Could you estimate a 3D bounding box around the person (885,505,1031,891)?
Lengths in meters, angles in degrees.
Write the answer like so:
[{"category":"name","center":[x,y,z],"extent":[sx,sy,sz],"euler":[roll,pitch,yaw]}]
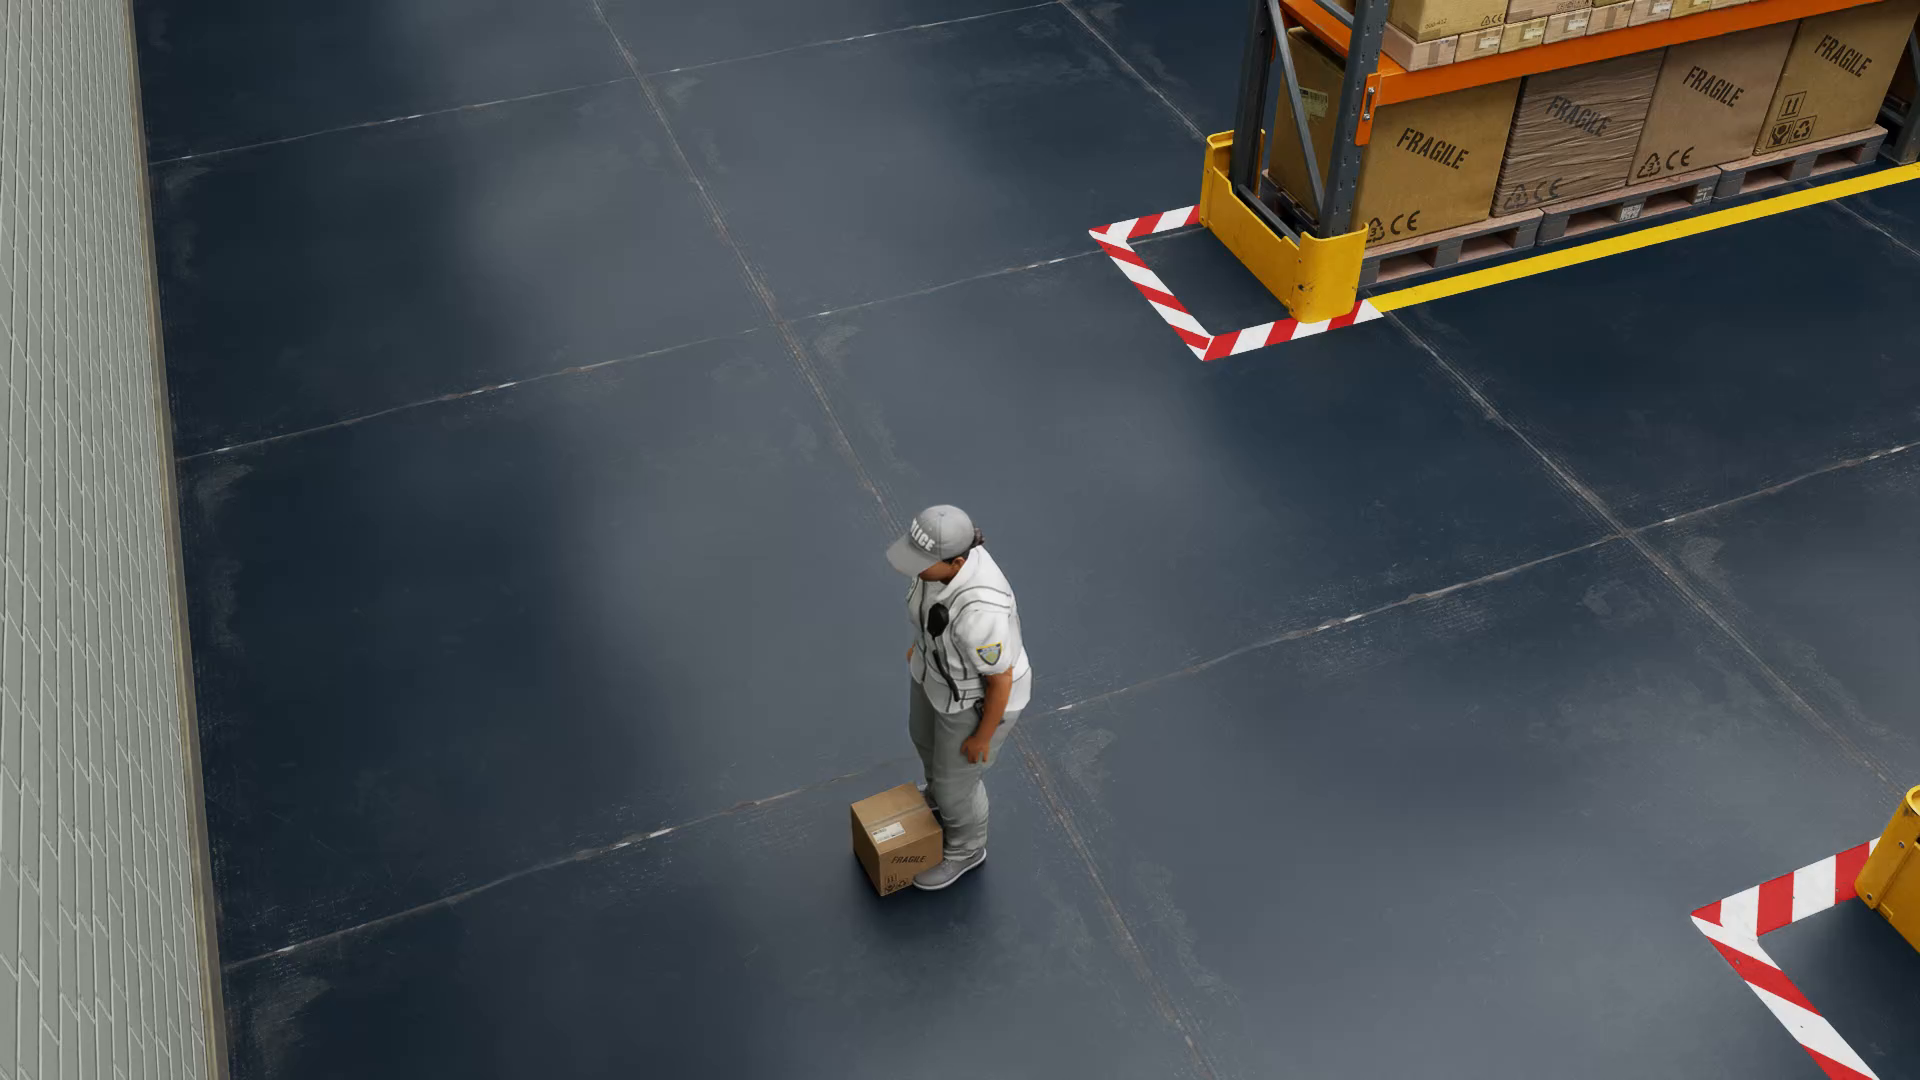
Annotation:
[{"category":"person","center":[-0.026,0.498,5.601],"extent":[0.463,1.667,0.563],"euler":[-18,45,-19]}]
